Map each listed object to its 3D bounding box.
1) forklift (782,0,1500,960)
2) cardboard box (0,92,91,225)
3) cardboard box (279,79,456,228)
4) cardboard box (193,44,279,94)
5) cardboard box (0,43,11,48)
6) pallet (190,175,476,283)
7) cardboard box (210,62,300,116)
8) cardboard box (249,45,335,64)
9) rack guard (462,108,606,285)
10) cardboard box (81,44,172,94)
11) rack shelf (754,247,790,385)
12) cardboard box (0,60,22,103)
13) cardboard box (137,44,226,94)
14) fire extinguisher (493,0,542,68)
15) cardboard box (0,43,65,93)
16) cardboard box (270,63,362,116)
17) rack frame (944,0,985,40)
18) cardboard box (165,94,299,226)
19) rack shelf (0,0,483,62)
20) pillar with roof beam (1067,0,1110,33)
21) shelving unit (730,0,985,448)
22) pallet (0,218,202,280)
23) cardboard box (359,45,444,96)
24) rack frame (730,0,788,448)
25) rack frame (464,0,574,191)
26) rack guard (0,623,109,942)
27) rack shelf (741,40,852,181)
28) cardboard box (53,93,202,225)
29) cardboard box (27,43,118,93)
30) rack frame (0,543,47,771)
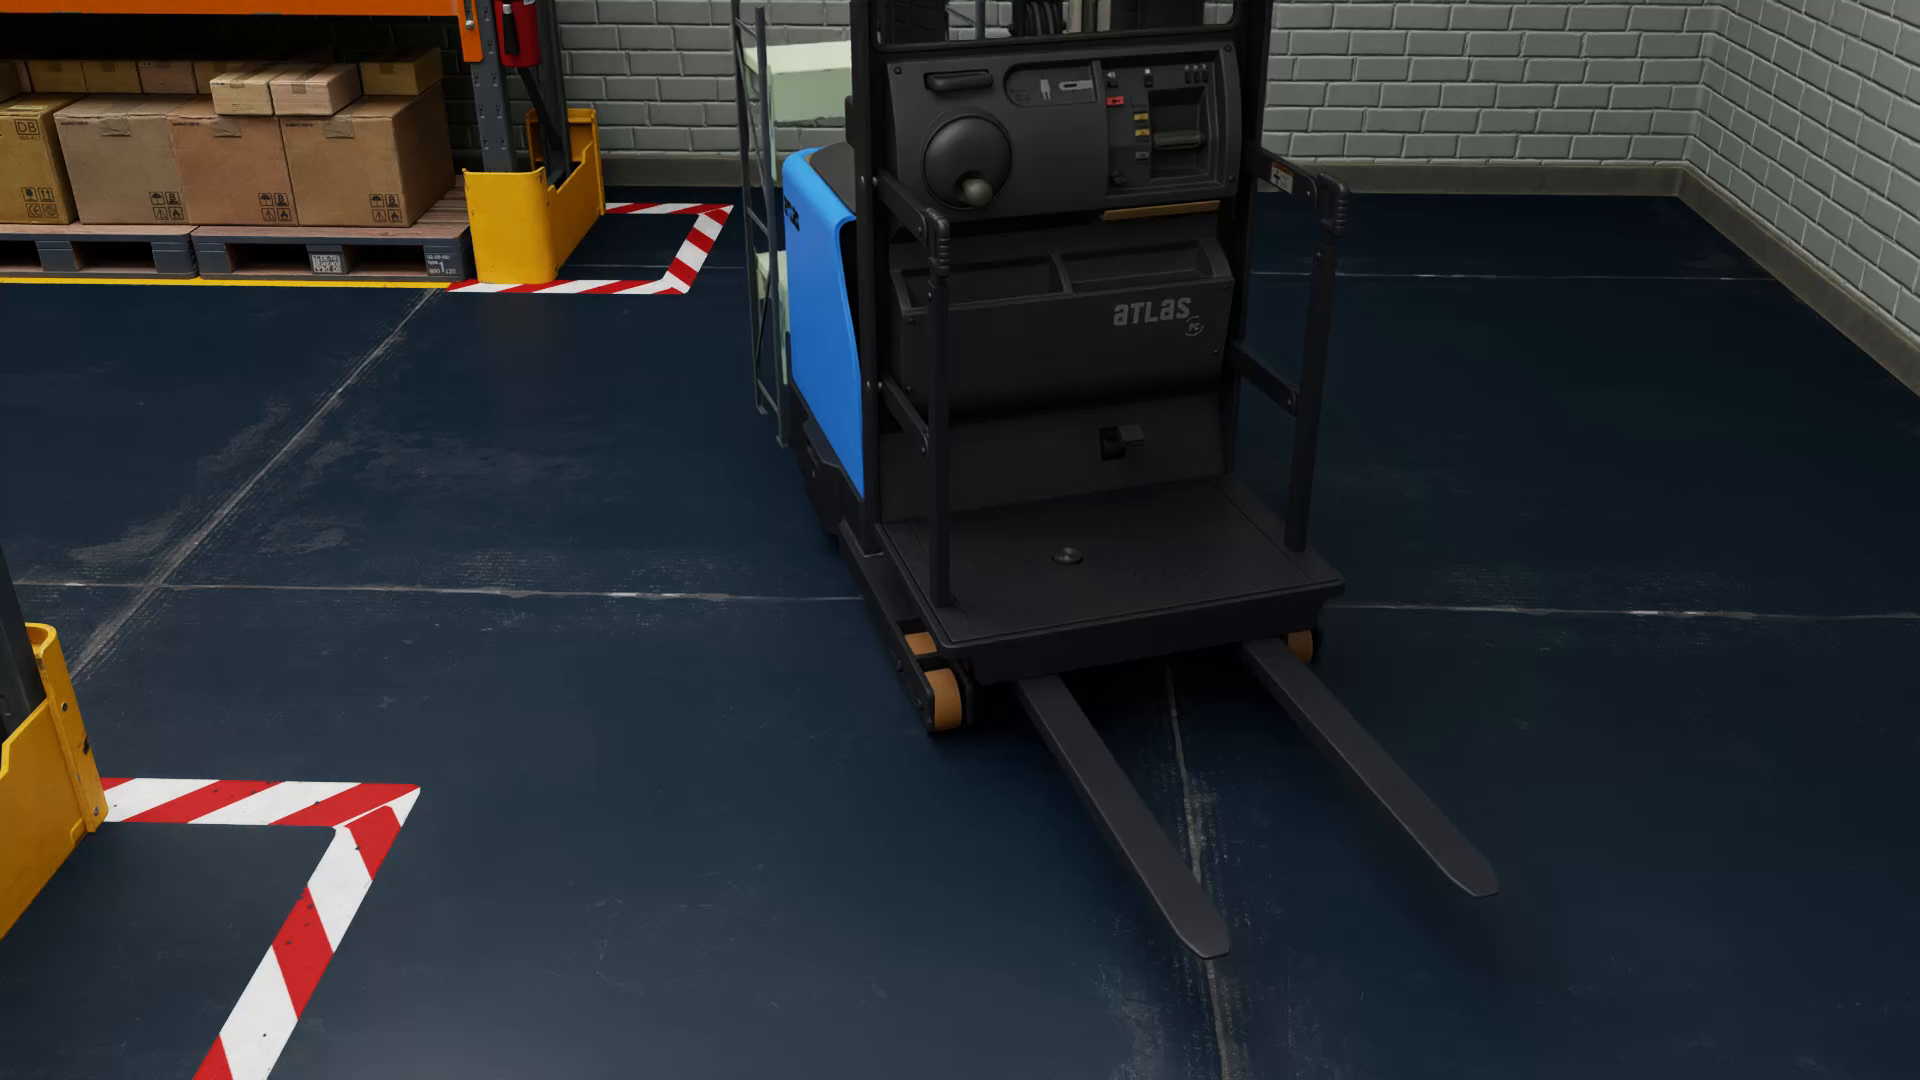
[{"bbox_3d":[0.341,-1.006,4.019,1.130,2.935,3.031,-8,29,-15],"label":"forklift"},{"bbox_3d":[-4.234,-1.804,7.672,0.500,0.500,0.700,2,28,3],"label":"cardboard box"},{"bbox_3d":[-2.698,-1.783,7.631,0.500,0.500,0.700,1,28,2],"label":"cardboard box"},{"bbox_3d":[-3.322,-2.173,7.675,0.250,0.149,0.380,1,28,2],"label":"cardboard box"},{"bbox_3d":[-4.596,-2.194,7.714,0.250,0.149,0.380,0,28,0],"label":"cardboard box"},{"bbox_3d":[-2.797,-1.481,7.819,1.213,0.211,1.003,1,28,2],"label":"pallet"},{"bbox_3d":[-3.088,-1.990,7.329,0.250,0.149,0.380,2,28,3],"label":"cardboard box"},{"bbox_3d":[-3.072,-2.169,7.667,0.250,0.149,0.380,1,28,2],"label":"cardboard box"},{"bbox_3d":[-1.971,-1.632,7.795,0.348,0.500,1.175,1,28,2],"label":"rack guard"},{"bbox_3d":[-3.833,-2.181,7.690,0.250,0.149,0.380,1,28,2],"label":"cardboard box"},{"bbox_3d":[-0.339,-0.845,5.937,0.720,0.370,0.431,-9,29,-17],"label":"rack shelf"},{"bbox_3d":[-4.391,-2.011,7.368,0.250,0.149,0.380,0,28,0],"label":"cardboard box"},{"bbox_3d":[-3.577,-2.177,7.682,0.250,0.149,0.380,1,28,3],"label":"cardboard box"},{"bbox_3d":[-1.860,-2.319,6.904,0.183,0.674,0.296,1,28,2],"label":"fire extinguisher"},{"bbox_3d":[-4.344,-2.189,7.705,0.250,0.149,0.380,1,28,2],"label":"cardboard box"},{"bbox_3d":[-2.833,-1.986,7.322,0.250,0.149,0.380,1,28,1],"label":"cardboard box"},{"bbox_3d":[0.006,-1.191,5.894,0.023,1.500,0.400,-9,29,-17],"label":"rack frame"},{"bbox_3d":[-3.198,-1.791,7.646,0.500,0.500,0.700,1,28,2],"label":"cardboard box"},{"bbox_3d":[-3.994,-2.452,7.441,4.000,0.370,1.077,1,28,2],"label":"rack shelf"},{"bbox_3d":[0.582,-3.733,2.683,0.400,9.000,9.100,1,28,2],"label":"pillar with roof beam"},{"bbox_3d":[-0.339,-1.134,5.786,0.755,1.500,0.431,-9,29,-17],"label":"shelving unit"},{"bbox_3d":[-4.013,-1.503,7.860,1.213,0.211,1.003,1,28,2],"label":"pallet"},{"bbox_3d":[-2.566,-2.161,7.652,0.250,0.149,0.380,1,28,2],"label":"cardboard box"},{"bbox_3d":[-0.684,-1.077,5.678,0.023,1.500,0.400,-9,29,-17],"label":"rack frame"},{"bbox_3d":[-1.995,-2.737,7.210,0.127,3.000,1.000,1,28,2],"label":"rack frame"},{"bbox_3d":[-2.242,0.685,3.424,0.348,0.500,1.175,1,28,2],"label":"rack guard"},{"bbox_3d":[-0.340,-1.479,5.604,0.720,0.370,0.431,-9,29,-17],"label":"rack shelf"},{"bbox_3d":[-3.701,-1.799,7.661,0.500,0.500,0.700,0,28,0],"label":"cardboard box"},{"bbox_3d":[-4.086,-2.185,7.698,0.250,0.149,0.380,0,28,1],"label":"cardboard box"},{"bbox_3d":[-2.166,-0.418,2.836,0.127,3.000,1.000,1,28,2],"label":"rack frame"}]
